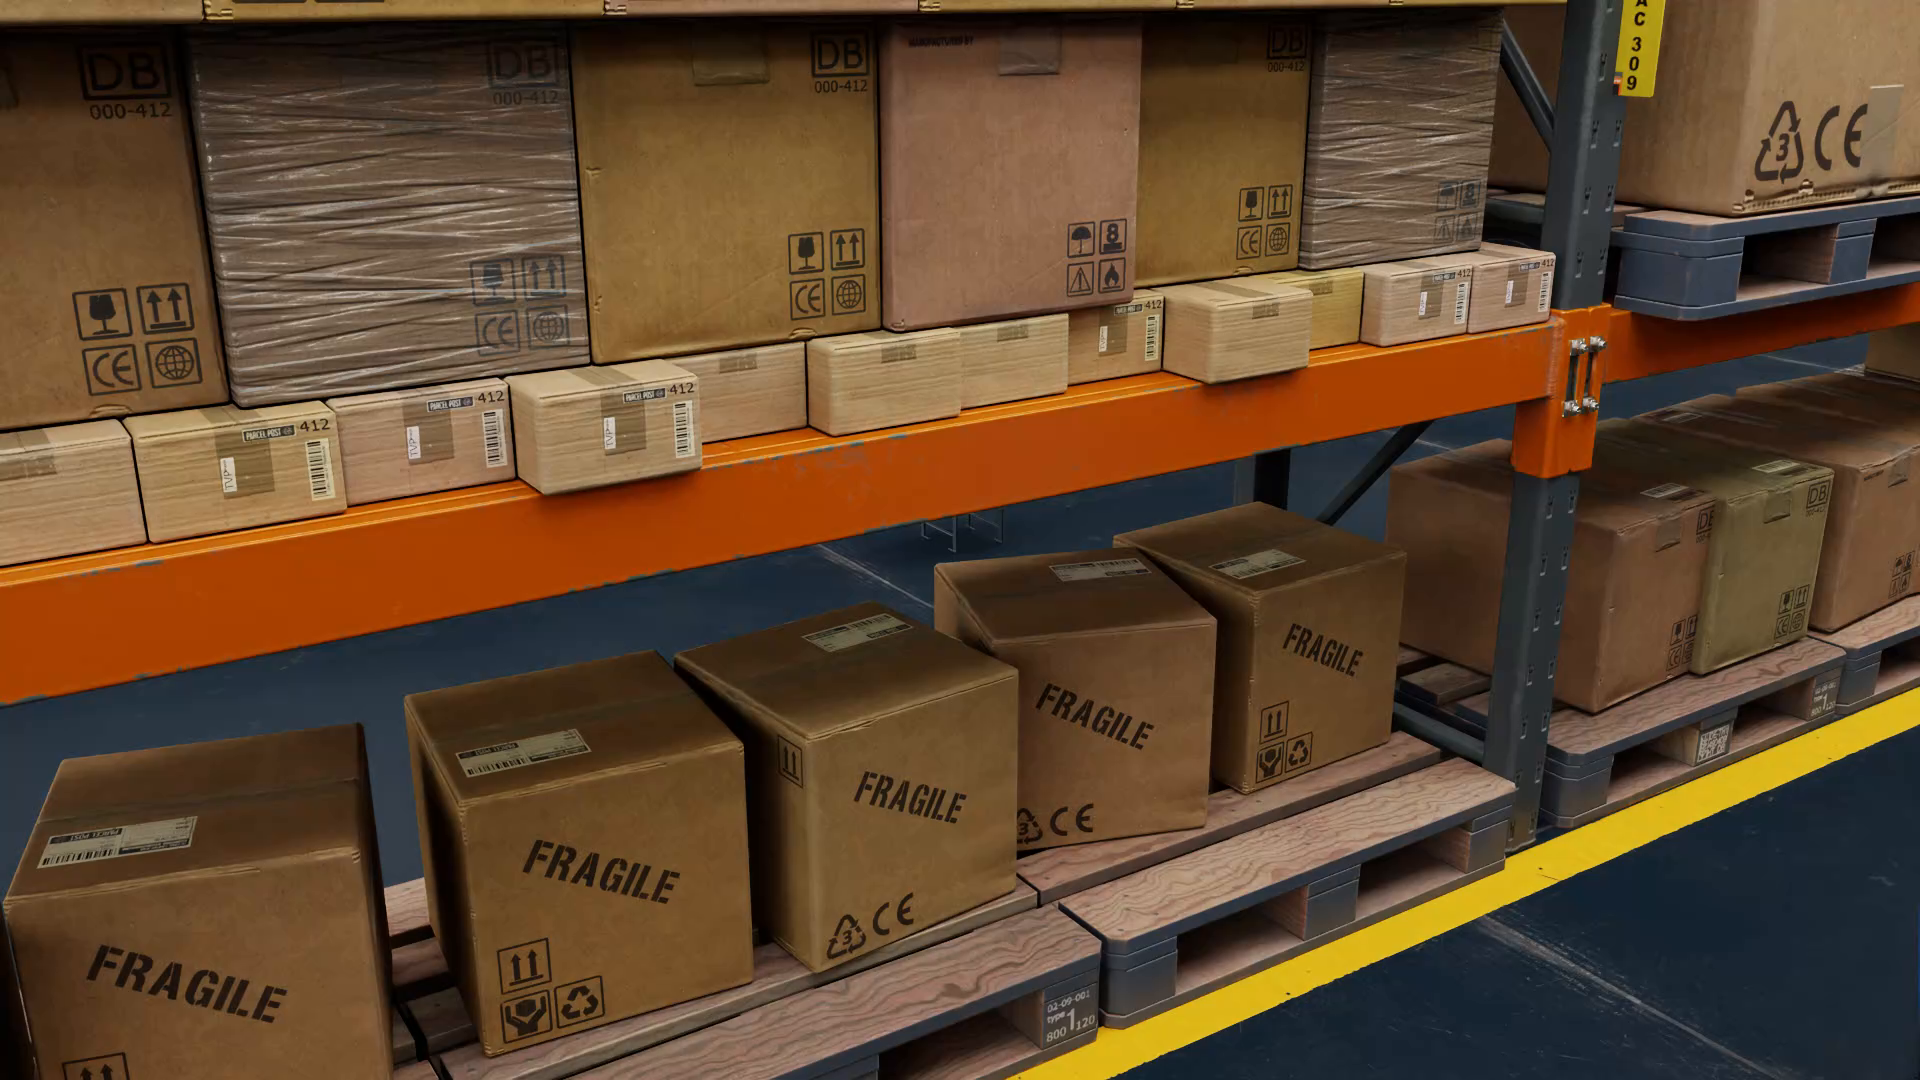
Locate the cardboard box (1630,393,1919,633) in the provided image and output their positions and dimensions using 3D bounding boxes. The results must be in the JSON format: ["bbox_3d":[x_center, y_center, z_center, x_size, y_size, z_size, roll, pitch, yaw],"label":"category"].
[{"bbox_3d":[2.475,-0.105,5.089,0.500,0.500,0.700,-14,23,-36],"label":"cardboard box"}]

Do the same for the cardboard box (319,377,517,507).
[{"bbox_3d":[-0.857,-0.186,2.504,0.250,0.149,0.380,-12,22,-31],"label":"cardboard box"}]

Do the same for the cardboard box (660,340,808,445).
[{"bbox_3d":[-0.455,-0.282,2.787,0.250,0.149,0.380,-12,22,-31],"label":"cardboard box"}]

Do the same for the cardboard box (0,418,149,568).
[{"bbox_3d":[-1.263,-0.093,2.227,0.250,0.149,0.380,-12,22,-31],"label":"cardboard box"}]

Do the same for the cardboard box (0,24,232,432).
[{"bbox_3d":[-1.440,-0.495,2.404,0.500,0.500,0.875,-12,22,-31],"label":"cardboard box"}]

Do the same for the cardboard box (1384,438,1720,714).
[{"bbox_3d":[1.599,0.072,4.564,0.500,0.500,0.700,-14,23,-36],"label":"cardboard box"}]

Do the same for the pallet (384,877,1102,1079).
[{"bbox_3d":[-0.487,0.864,3.360,1.213,0.211,1.003,-12,22,-31],"label":"pallet"}]

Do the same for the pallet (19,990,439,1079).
[{"bbox_3d":[-1.505,1.077,2.728,1.213,0.211,1.003,-12,22,-31],"label":"pallet"}]

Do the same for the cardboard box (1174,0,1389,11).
[{"bbox_3d":[0.433,-1.222,2.993,0.500,0.500,0.500,-12,22,-31],"label":"cardboard box"}]

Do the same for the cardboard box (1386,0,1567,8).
[{"bbox_3d":[0.850,-1.310,3.255,0.500,0.500,0.500,-12,22,-31],"label":"cardboard box"}]

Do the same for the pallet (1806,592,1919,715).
[{"bbox_3d":[2.744,0.166,5.424,1.213,0.211,1.003,-12,22,-31],"label":"pallet"}]

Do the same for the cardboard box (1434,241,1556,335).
[{"bbox_3d":[1.057,-0.566,3.627,0.250,0.149,0.380,-12,22,-31],"label":"cardboard box"}]

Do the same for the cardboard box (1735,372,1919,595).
[{"bbox_3d":[2.941,-0.204,5.380,0.500,0.500,0.700,-10,21,-27],"label":"cardboard box"}]

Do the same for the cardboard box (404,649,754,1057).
[{"bbox_3d":[-0.722,0.563,3.142,0.500,0.500,0.500,-10,21,-26],"label":"cardboard box"}]

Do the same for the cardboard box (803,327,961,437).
[{"bbox_3d":[-0.204,-0.305,2.857,0.250,0.149,0.380,-12,22,-31],"label":"cardboard box"}]

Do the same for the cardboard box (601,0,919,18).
[{"bbox_3d":[-0.404,-1.047,2.476,0.500,0.500,0.500,-12,22,-31],"label":"cardboard box"}]

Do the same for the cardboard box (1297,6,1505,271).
[{"bbox_3d":[0.665,-0.927,3.682,0.500,0.500,0.875,-12,22,-31],"label":"cardboard box"}]

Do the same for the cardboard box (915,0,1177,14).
[{"bbox_3d":[0.015,-1.134,2.734,0.500,0.500,0.500,-12,22,-31],"label":"cardboard box"}]

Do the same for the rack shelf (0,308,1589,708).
[{"bbox_3d":[-0.596,-0.108,3.004,4.000,0.370,1.077,-12,22,-31],"label":"rack shelf"}]

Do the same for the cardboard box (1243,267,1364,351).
[{"bbox_3d":[0.601,-0.496,3.421,0.250,0.149,0.380,-12,22,-31],"label":"cardboard box"}]

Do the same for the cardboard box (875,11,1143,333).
[{"bbox_3d":[-0.134,-0.733,3.109,0.500,0.500,0.875,-12,22,-31],"label":"cardboard box"}]

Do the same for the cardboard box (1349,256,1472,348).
[{"bbox_3d":[0.843,-0.524,3.504,0.250,0.149,0.380,-12,22,-31],"label":"cardboard box"}]

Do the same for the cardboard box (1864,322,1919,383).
[{"bbox_3d":[3.435,-0.663,5.568,0.500,0.250,0.500,-9,21,-25],"label":"cardboard box"}]

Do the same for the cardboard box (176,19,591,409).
[{"bbox_3d":[-0.999,-0.571,2.630,0.500,0.500,0.875,-12,22,-31],"label":"cardboard box"}]

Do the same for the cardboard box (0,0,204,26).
[{"bbox_3d":[-1.235,-0.869,1.949,0.500,0.500,0.500,-12,22,-31],"label":"cardboard box"}]

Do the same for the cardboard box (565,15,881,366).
[{"bbox_3d":[-0.575,-0.656,2.881,0.500,0.500,0.875,-12,22,-31],"label":"cardboard box"}]

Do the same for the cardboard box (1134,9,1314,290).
[{"bbox_3d":[0.228,-0.848,3.449,0.500,0.500,0.875,-12,22,-31],"label":"cardboard box"}]

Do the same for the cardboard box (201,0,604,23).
[{"bbox_3d":[-0.818,-0.957,2.211,0.500,0.500,0.500,-12,22,-31],"label":"cardboard box"}]

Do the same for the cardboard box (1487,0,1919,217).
[{"bbox_3d":[1.815,-1.387,4.071,1.000,1.000,1.000,-12,22,-31],"label":"cardboard box"}]

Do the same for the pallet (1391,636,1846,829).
[{"bbox_3d":[1.724,0.382,4.784,1.213,0.211,1.003,-12,22,-31],"label":"pallet"}]

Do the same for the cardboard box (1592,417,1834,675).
[{"bbox_3d":[2.008,-0.007,4.797,0.500,0.500,0.700,-12,22,-32],"label":"cardboard box"}]

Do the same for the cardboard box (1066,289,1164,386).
[{"bbox_3d":[0.172,-0.414,3.177,0.250,0.149,0.380,-12,22,-31],"label":"cardboard box"}]

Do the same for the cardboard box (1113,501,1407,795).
[{"bbox_3d":[0.719,0.244,4.087,0.500,0.500,0.500,-13,22,-33],"label":"cardboard box"}]

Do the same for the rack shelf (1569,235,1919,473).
[{"bbox_3d":[2.745,-0.813,5.088,4.000,0.370,1.077,-12,22,-31],"label":"rack shelf"}]

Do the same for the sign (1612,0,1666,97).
[{"bbox_3d":[1.380,-1.067,3.367,0.005,0.325,0.100,-12,22,-31],"label":"sign"}]

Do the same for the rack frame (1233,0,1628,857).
[{"bbox_3d":[1.075,-0.801,3.931,0.127,3.000,1.000,-12,22,-31],"label":"rack frame"}]

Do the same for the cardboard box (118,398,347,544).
[{"bbox_3d":[-1.050,-0.135,2.352,0.250,0.149,0.380,-12,22,-31],"label":"cardboard box"}]

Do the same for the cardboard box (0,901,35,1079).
[{"bbox_3d":[-1.735,0.783,2.492,0.500,0.500,0.500,-8,20,-21],"label":"cardboard box"}]

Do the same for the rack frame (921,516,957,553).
[{"bbox_3d":[-0.078,-0.410,6.052,0.006,0.900,0.240,-12,22,-31],"label":"rack frame"}]

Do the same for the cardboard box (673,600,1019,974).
[{"bbox_3d":[-0.231,0.477,3.397,0.500,0.500,0.500,-14,23,-36],"label":"cardboard box"}]

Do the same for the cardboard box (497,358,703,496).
[{"bbox_3d":[-0.591,-0.202,2.552,0.250,0.149,0.380,-12,22,-31],"label":"cardboard box"}]

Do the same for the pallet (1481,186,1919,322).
[{"bbox_3d":[1.793,-0.806,4.245,1.213,0.211,1.003,-12,22,-31],"label":"pallet"}]

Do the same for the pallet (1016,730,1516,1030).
[{"bbox_3d":[0.533,0.648,4.000,1.213,0.211,1.003,-12,22,-31],"label":"pallet"}]

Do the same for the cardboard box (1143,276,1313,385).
[{"bbox_3d":[0.454,-0.422,3.203,0.250,0.149,0.380,-12,22,-31],"label":"cardboard box"}]

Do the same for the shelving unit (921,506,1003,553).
[{"bbox_3d":[0.007,-0.428,6.105,0.210,0.900,0.258,-12,22,-31],"label":"shelving unit"}]

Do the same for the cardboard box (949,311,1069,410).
[{"bbox_3d":[-0.014,-0.359,3.015,0.250,0.149,0.380,-12,22,-31],"label":"cardboard box"}]

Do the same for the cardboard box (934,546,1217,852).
[{"bbox_3d":[0.244,0.347,3.783,0.500,0.500,0.500,-5,19,-14],"label":"cardboard box"}]

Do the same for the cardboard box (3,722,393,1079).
[{"bbox_3d":[-1.255,0.669,2.831,0.500,0.500,0.500,-6,20,-17],"label":"cardboard box"}]

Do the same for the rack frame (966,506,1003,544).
[{"bbox_3d":[0.092,-0.446,6.158,0.006,0.900,0.240,-12,22,-31],"label":"rack frame"}]

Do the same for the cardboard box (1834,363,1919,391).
[{"bbox_3d":[3.411,-0.305,5.681,0.500,0.500,0.700,-14,23,-36],"label":"cardboard box"}]
